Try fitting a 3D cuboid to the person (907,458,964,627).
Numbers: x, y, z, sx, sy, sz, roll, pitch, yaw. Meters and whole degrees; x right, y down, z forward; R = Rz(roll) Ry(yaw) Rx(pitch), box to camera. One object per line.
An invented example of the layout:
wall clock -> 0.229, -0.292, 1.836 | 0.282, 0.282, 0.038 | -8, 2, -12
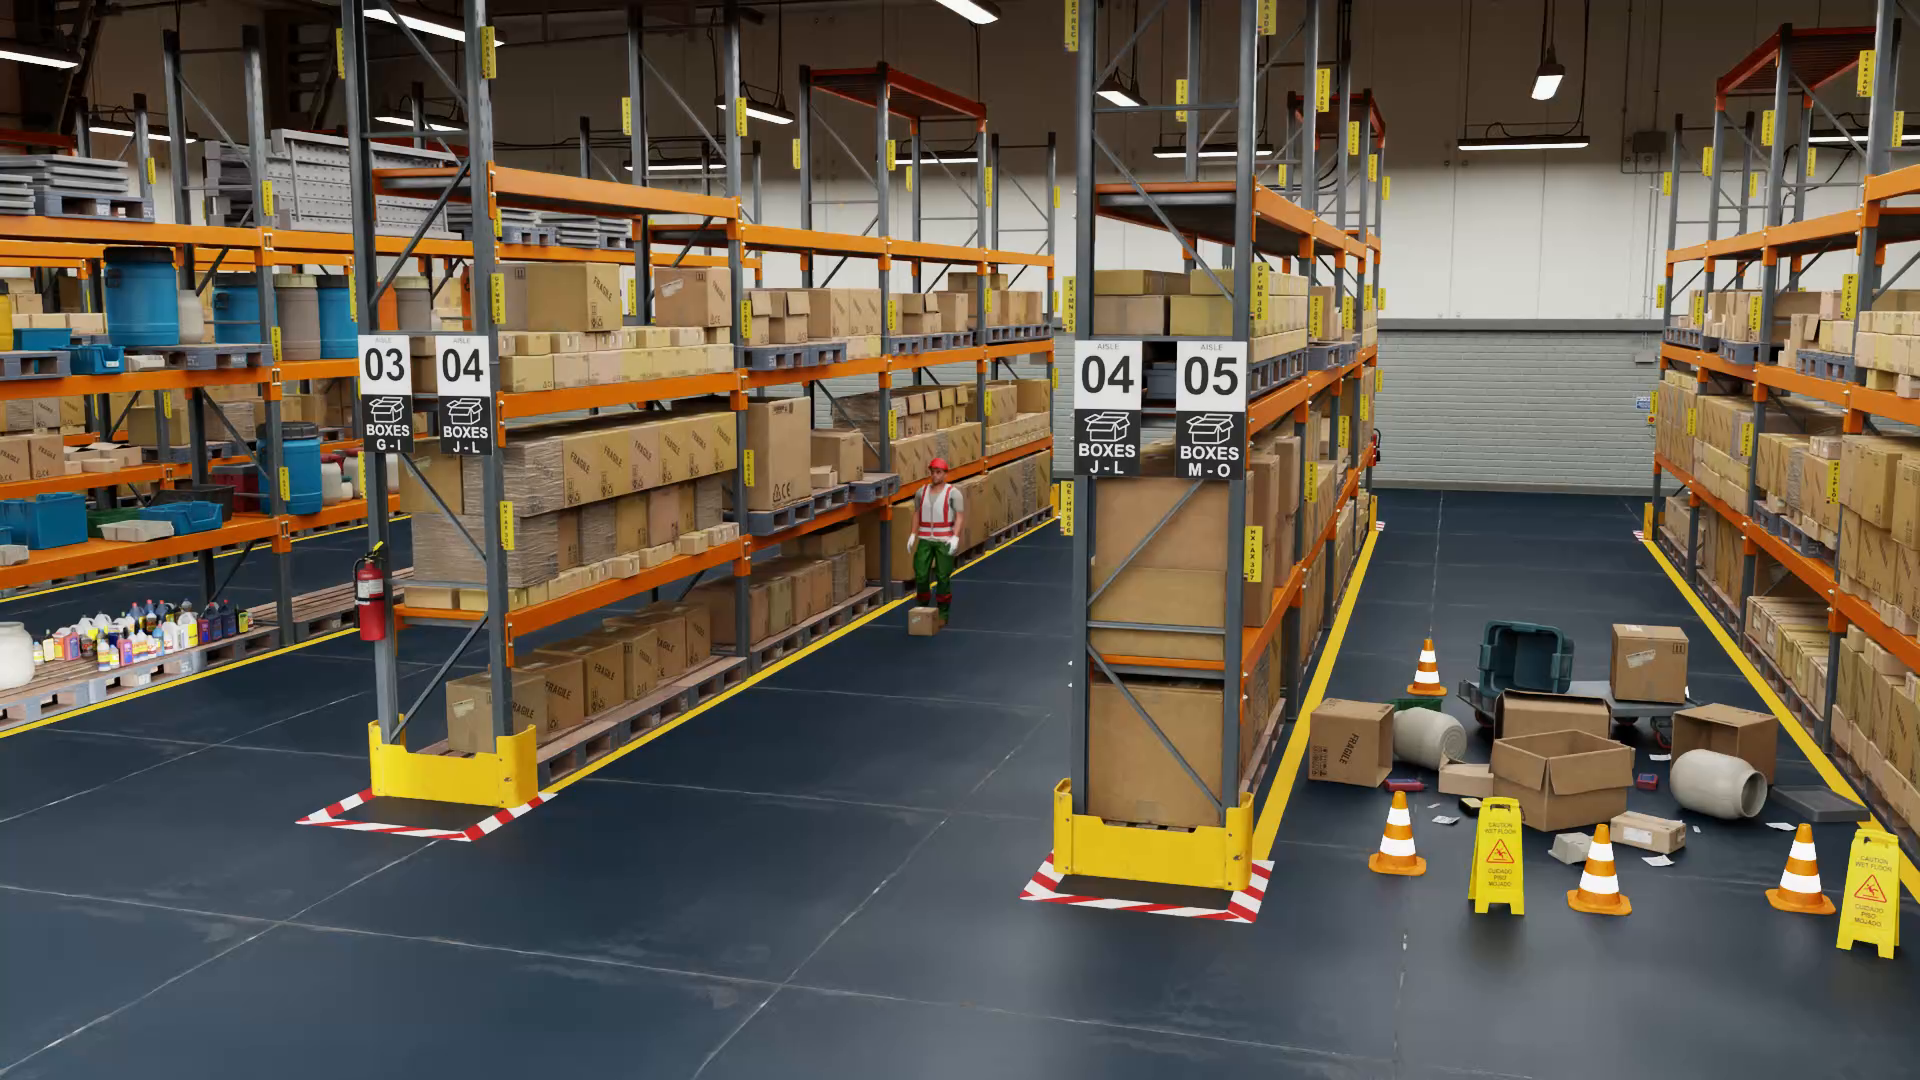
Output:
person -> -0.276, 0.060, 17.590 | 0.616, 1.860, 0.422 | 3, 9, 17
